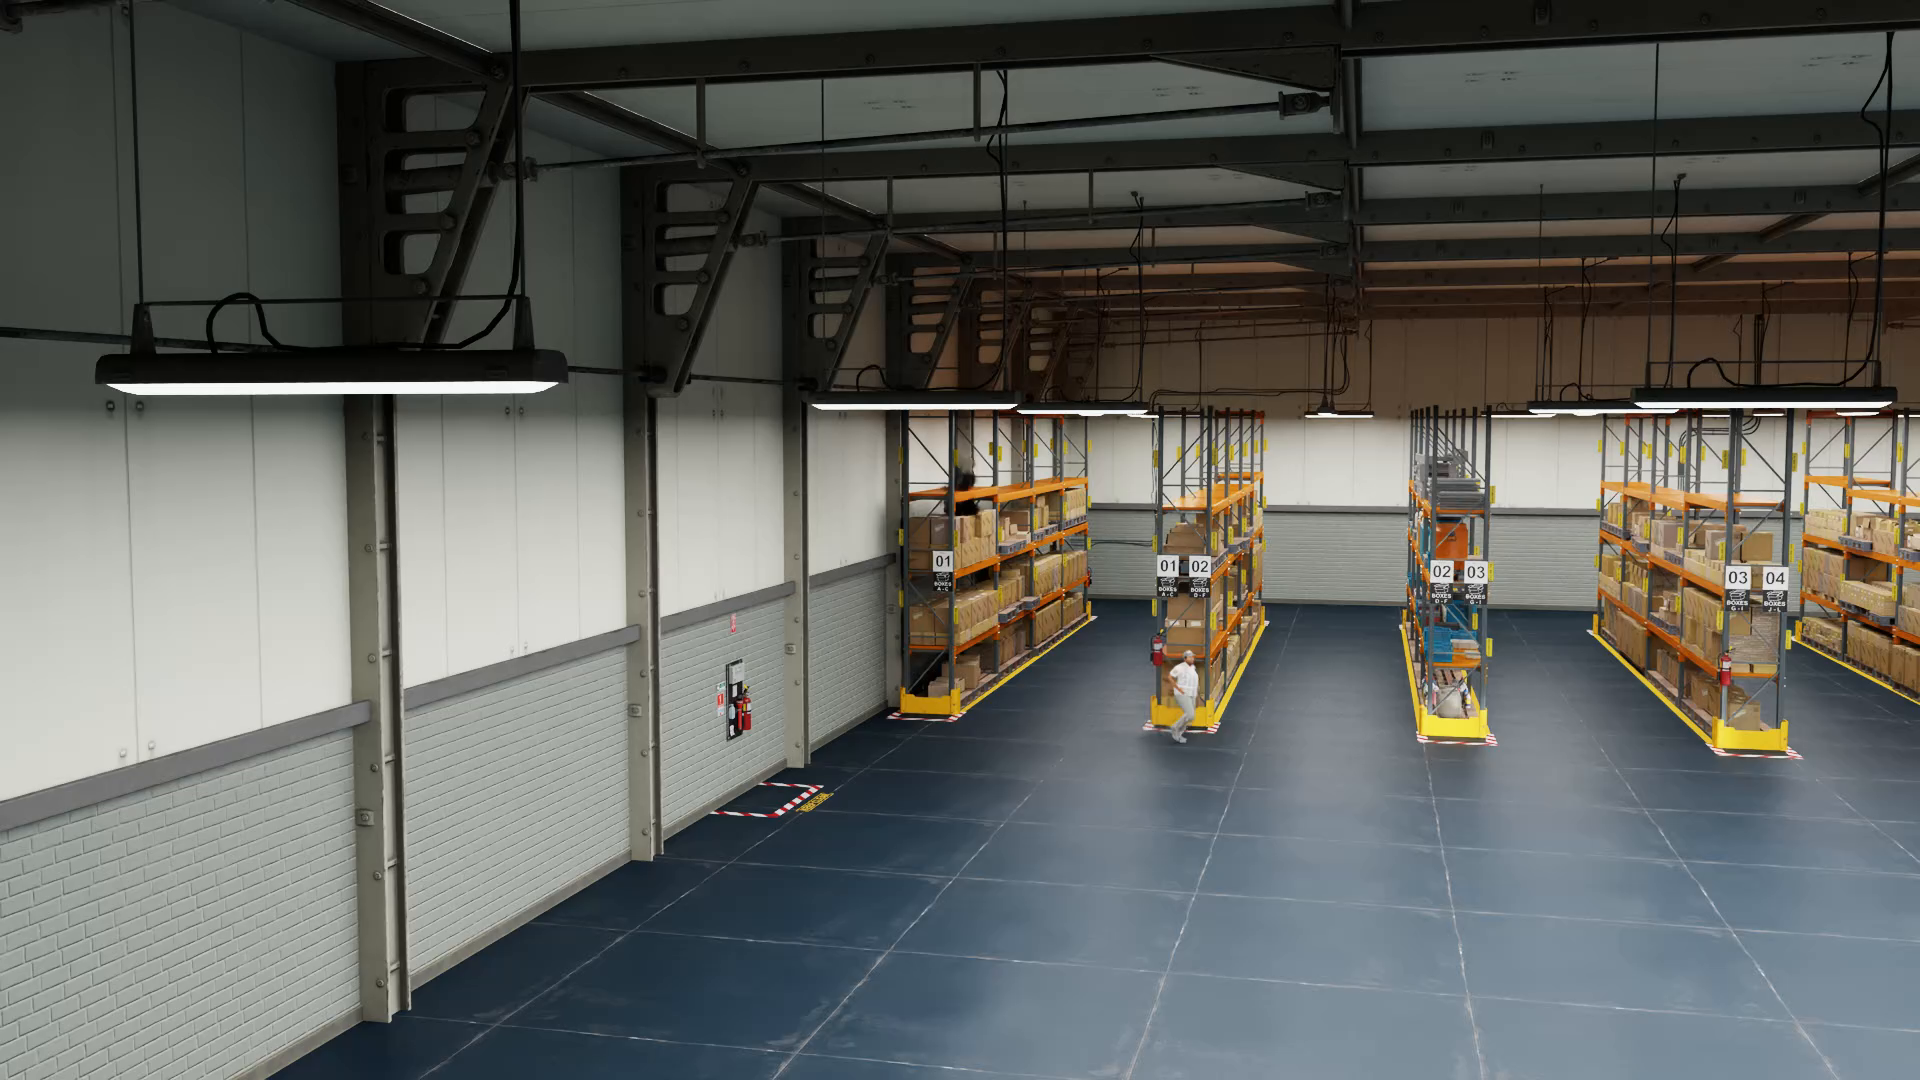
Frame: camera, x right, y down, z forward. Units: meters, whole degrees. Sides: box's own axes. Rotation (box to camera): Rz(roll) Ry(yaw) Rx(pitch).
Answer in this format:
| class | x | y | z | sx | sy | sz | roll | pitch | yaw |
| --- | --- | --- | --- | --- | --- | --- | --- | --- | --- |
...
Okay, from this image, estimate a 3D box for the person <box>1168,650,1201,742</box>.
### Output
| class | x | y | z | sx | sy | sz | roll | pitch | yaw |
| --- | --- | --- | --- | --- | --- | --- | --- | --- | --- |
| person | 4.057 | 2.780 | 29.636 | 0.638 | 1.626 | 0.519 | -4 | 6 | -45 |
